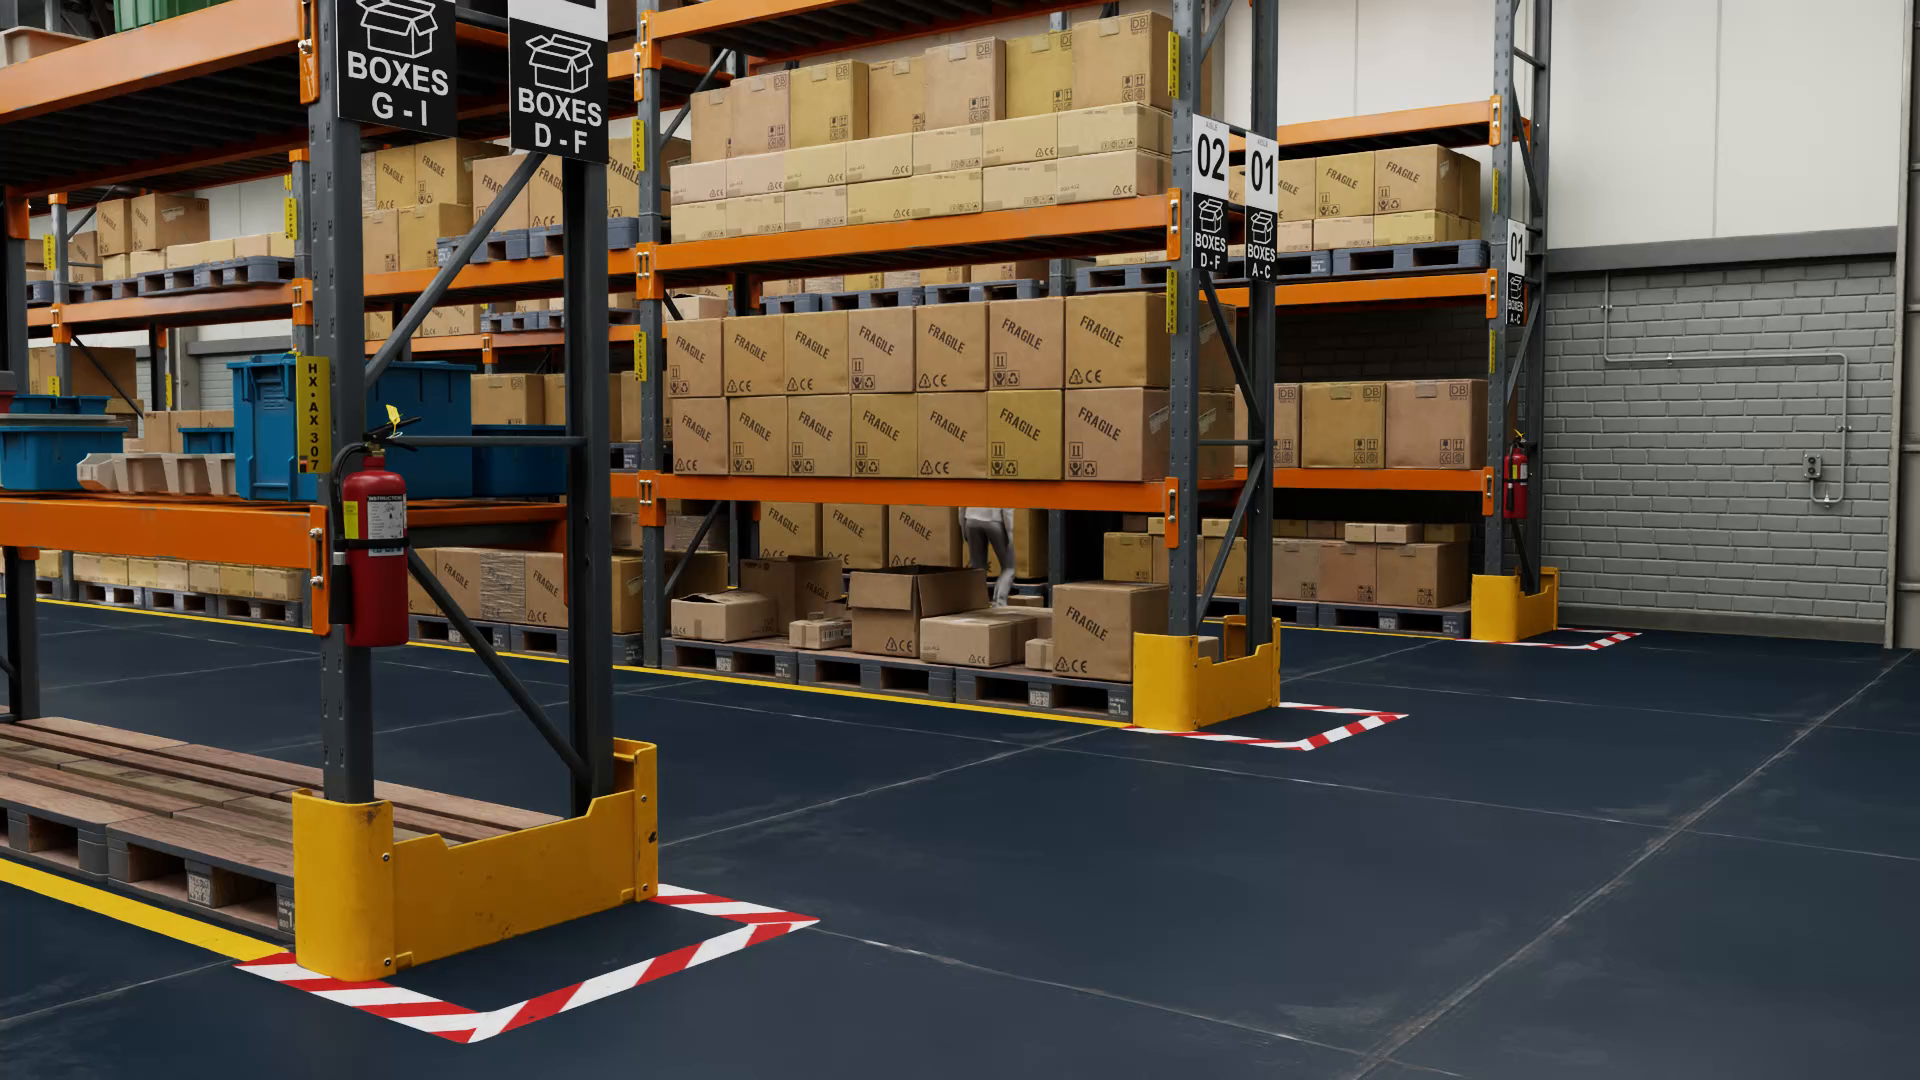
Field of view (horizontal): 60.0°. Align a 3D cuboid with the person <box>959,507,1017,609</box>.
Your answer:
[{"bbox_3d":[0.215,-0.106,13.204,0.503,1.682,0.470,2,4,27],"label":"person"}]
